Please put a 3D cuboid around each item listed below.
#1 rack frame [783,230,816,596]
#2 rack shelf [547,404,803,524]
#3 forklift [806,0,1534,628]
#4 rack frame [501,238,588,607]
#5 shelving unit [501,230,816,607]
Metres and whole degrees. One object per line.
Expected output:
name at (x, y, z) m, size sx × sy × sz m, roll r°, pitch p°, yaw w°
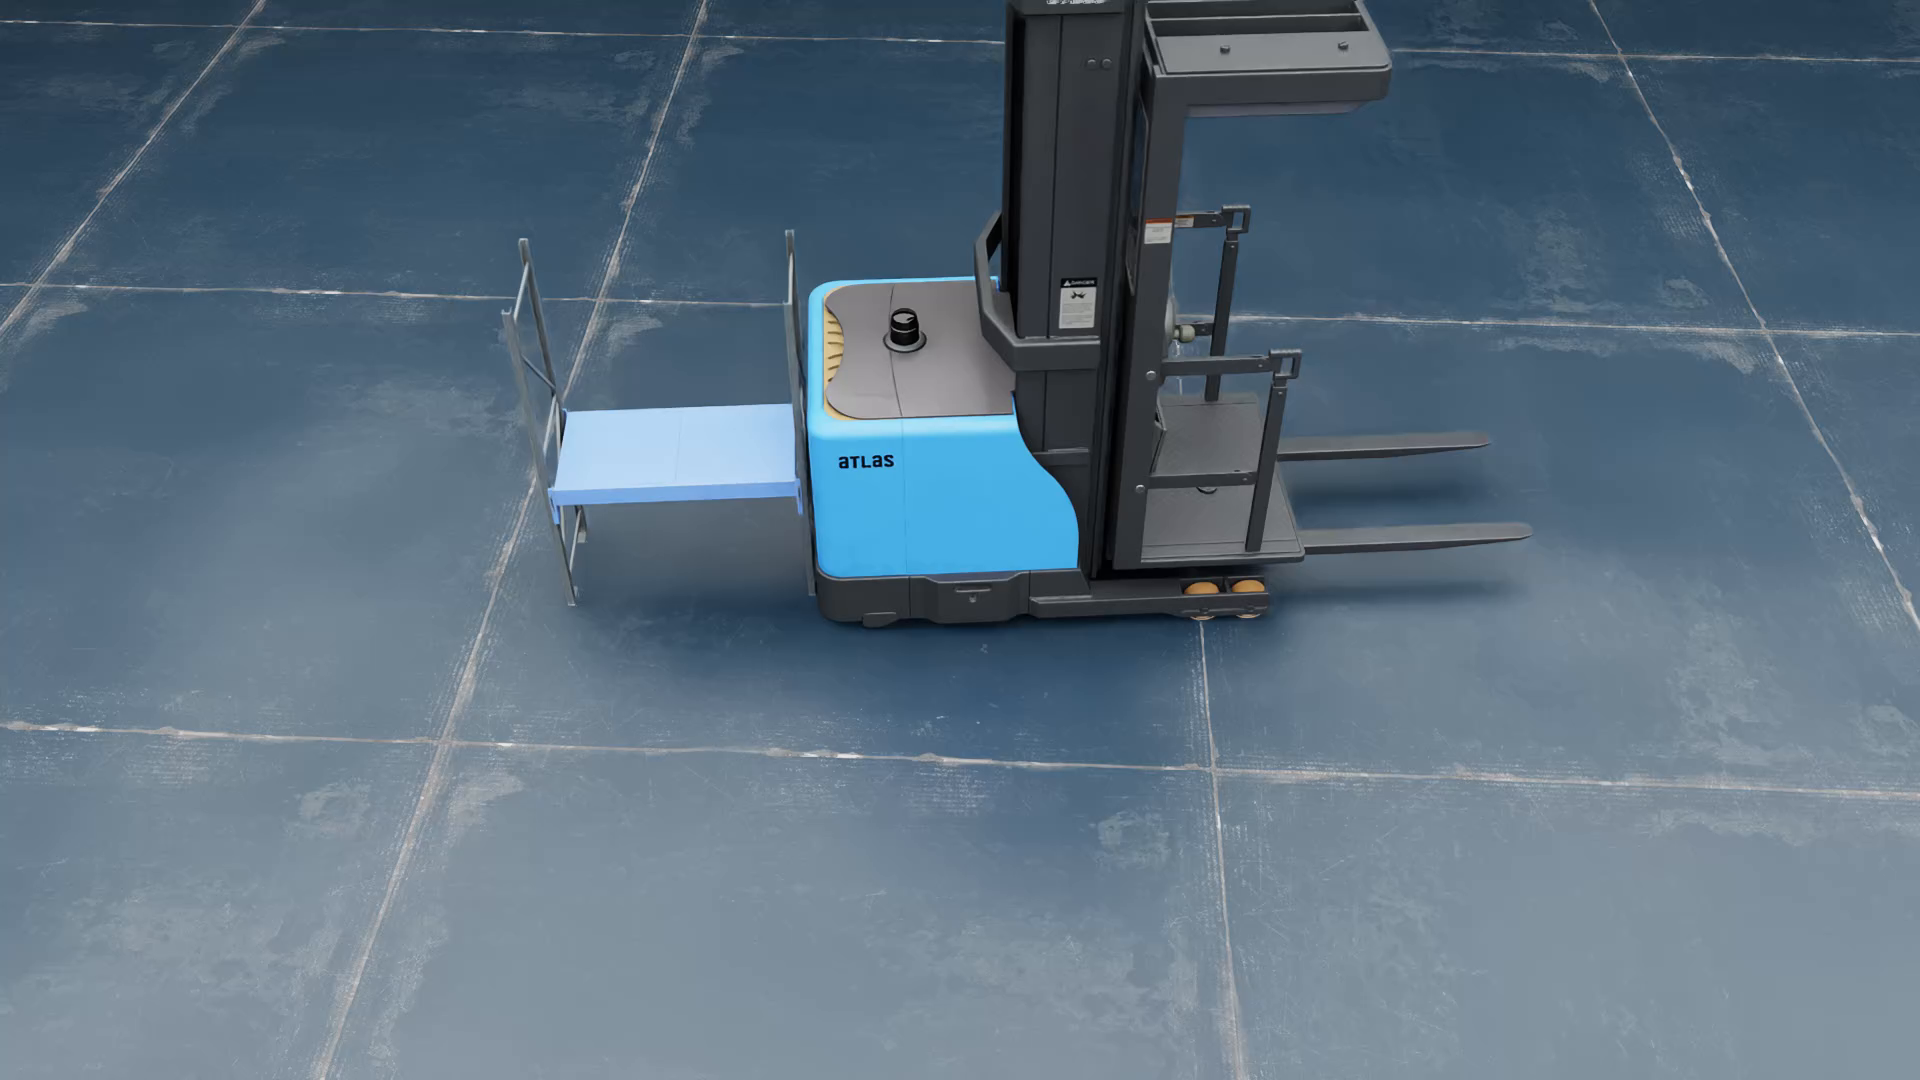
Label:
rack frame at (-0.643, -0.479, 6.749) m, size 0.032 × 1.500 × 0.500 m, roll -2°, pitch 43°, yaw -3°
rack shelf at (-1.151, -0.327, 6.850) m, size 1.000 × 0.185 × 0.538 m, roll -2°, pitch 43°, yaw -3°
forklift at (0.897, -1.097, 6.362) m, size 3.031 × 2.935 × 1.130 m, roll -2°, pitch 43°, yaw -3°
rack frame at (-1.658, -0.438, 6.705) m, size 0.032 × 1.500 × 0.500 m, roll -2°, pitch 43°, yaw -3°
shelving unit at (-1.151, -0.458, 6.727) m, size 1.048 × 1.500 × 0.538 m, roll -2°, pitch 43°, yaw -3°
